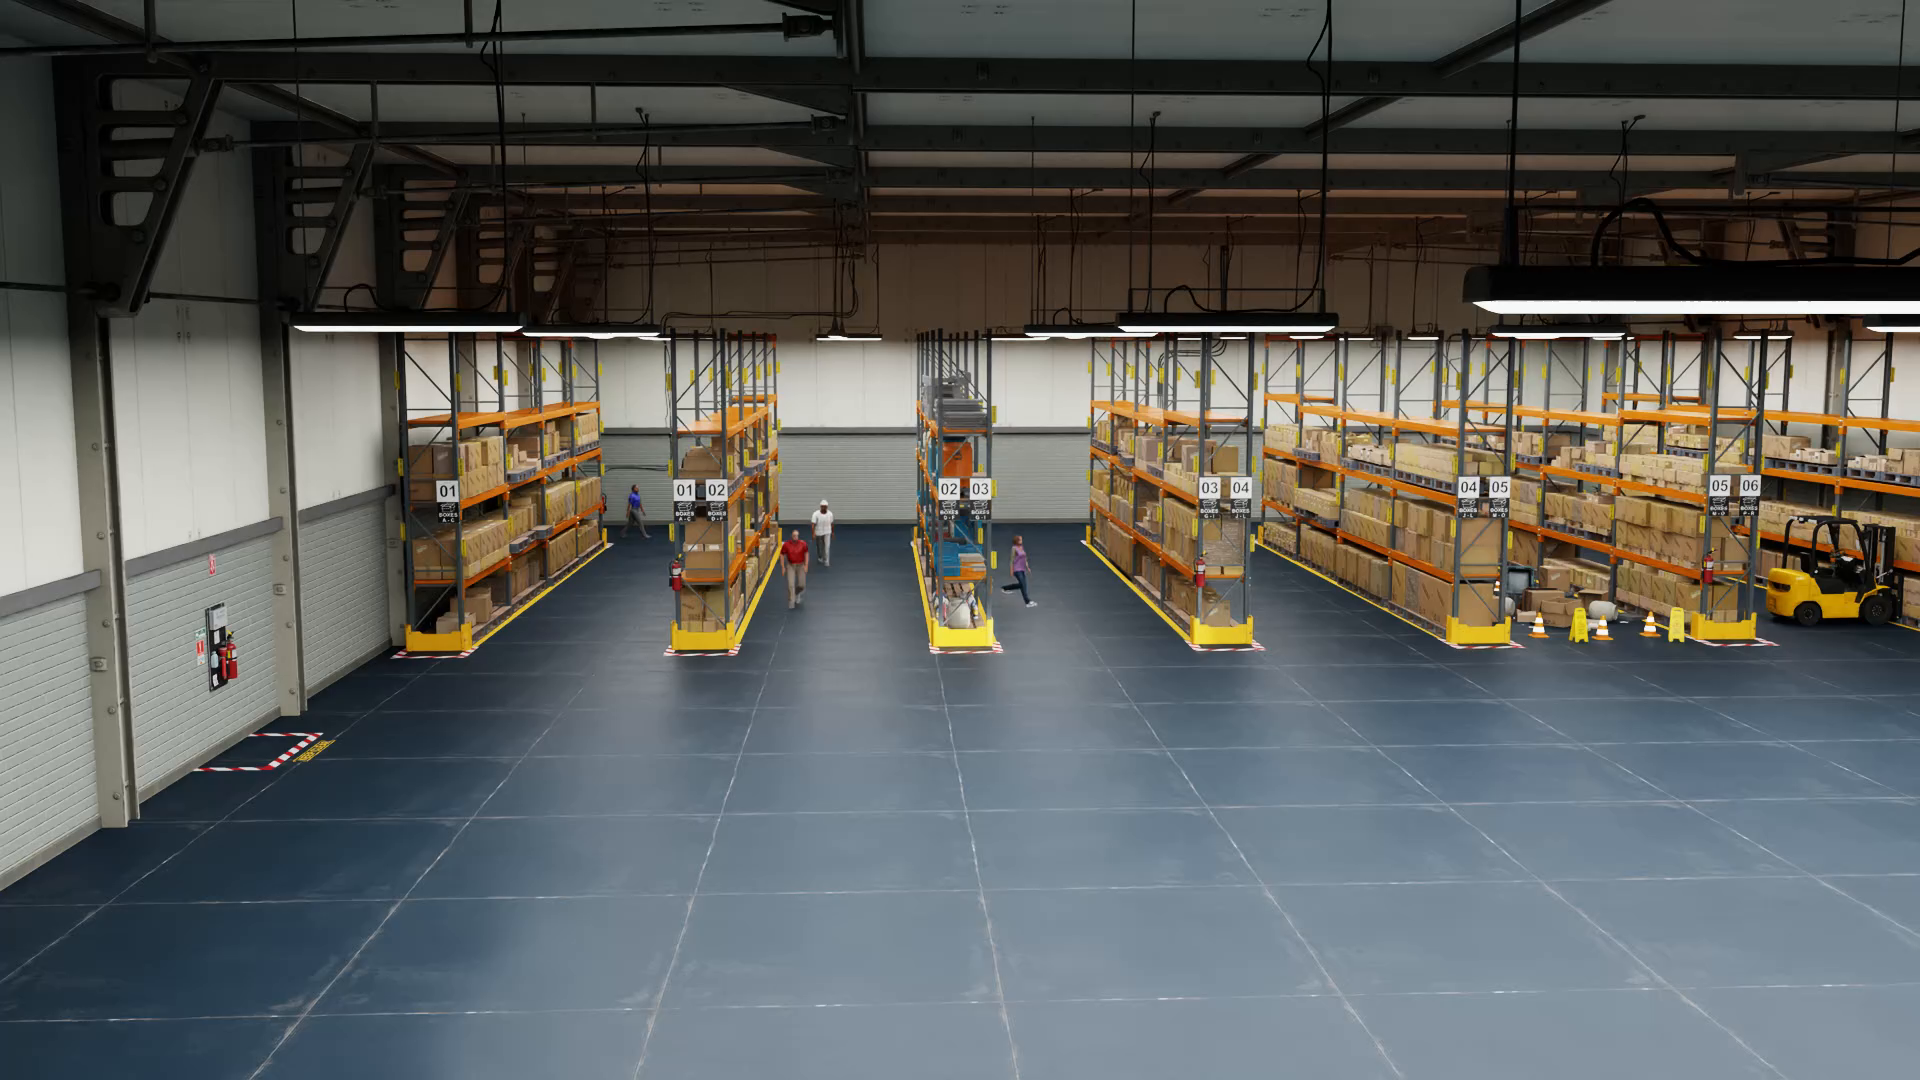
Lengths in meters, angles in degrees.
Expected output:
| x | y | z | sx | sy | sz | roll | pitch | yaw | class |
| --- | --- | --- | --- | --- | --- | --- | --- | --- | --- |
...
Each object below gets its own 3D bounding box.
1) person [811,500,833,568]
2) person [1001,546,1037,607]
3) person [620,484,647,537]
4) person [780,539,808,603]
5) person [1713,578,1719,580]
| x | y | z | sx | sy | sz | roll | pitch | yaw | class |
| --- | --- | --- | --- | --- | --- | --- | --- | --- | --- |
| -3.538 | -0.169 | 42.764 | 0.568 | 1.712 | 1.091 | -1 | 7 | -6 | person |
| 1.294 | 0.773 | 36.175 | 0.936 | 1.309 | 0.456 | 3 | 7 | 22 | person |
| -9.594 | -0.859 | 48.803 | 0.857 | 1.555 | 0.432 | 1 | 7 | 6 | person |
| -3.626 | 0.660 | 36.324 | 0.606 | 1.440 | 0.538 | -2 | 7 | -14 | person |
| 16.460 | 0.512 | 36.440 | 0.533 | 1.657 | 0.547 | -1 | 7 | -6 | person |
